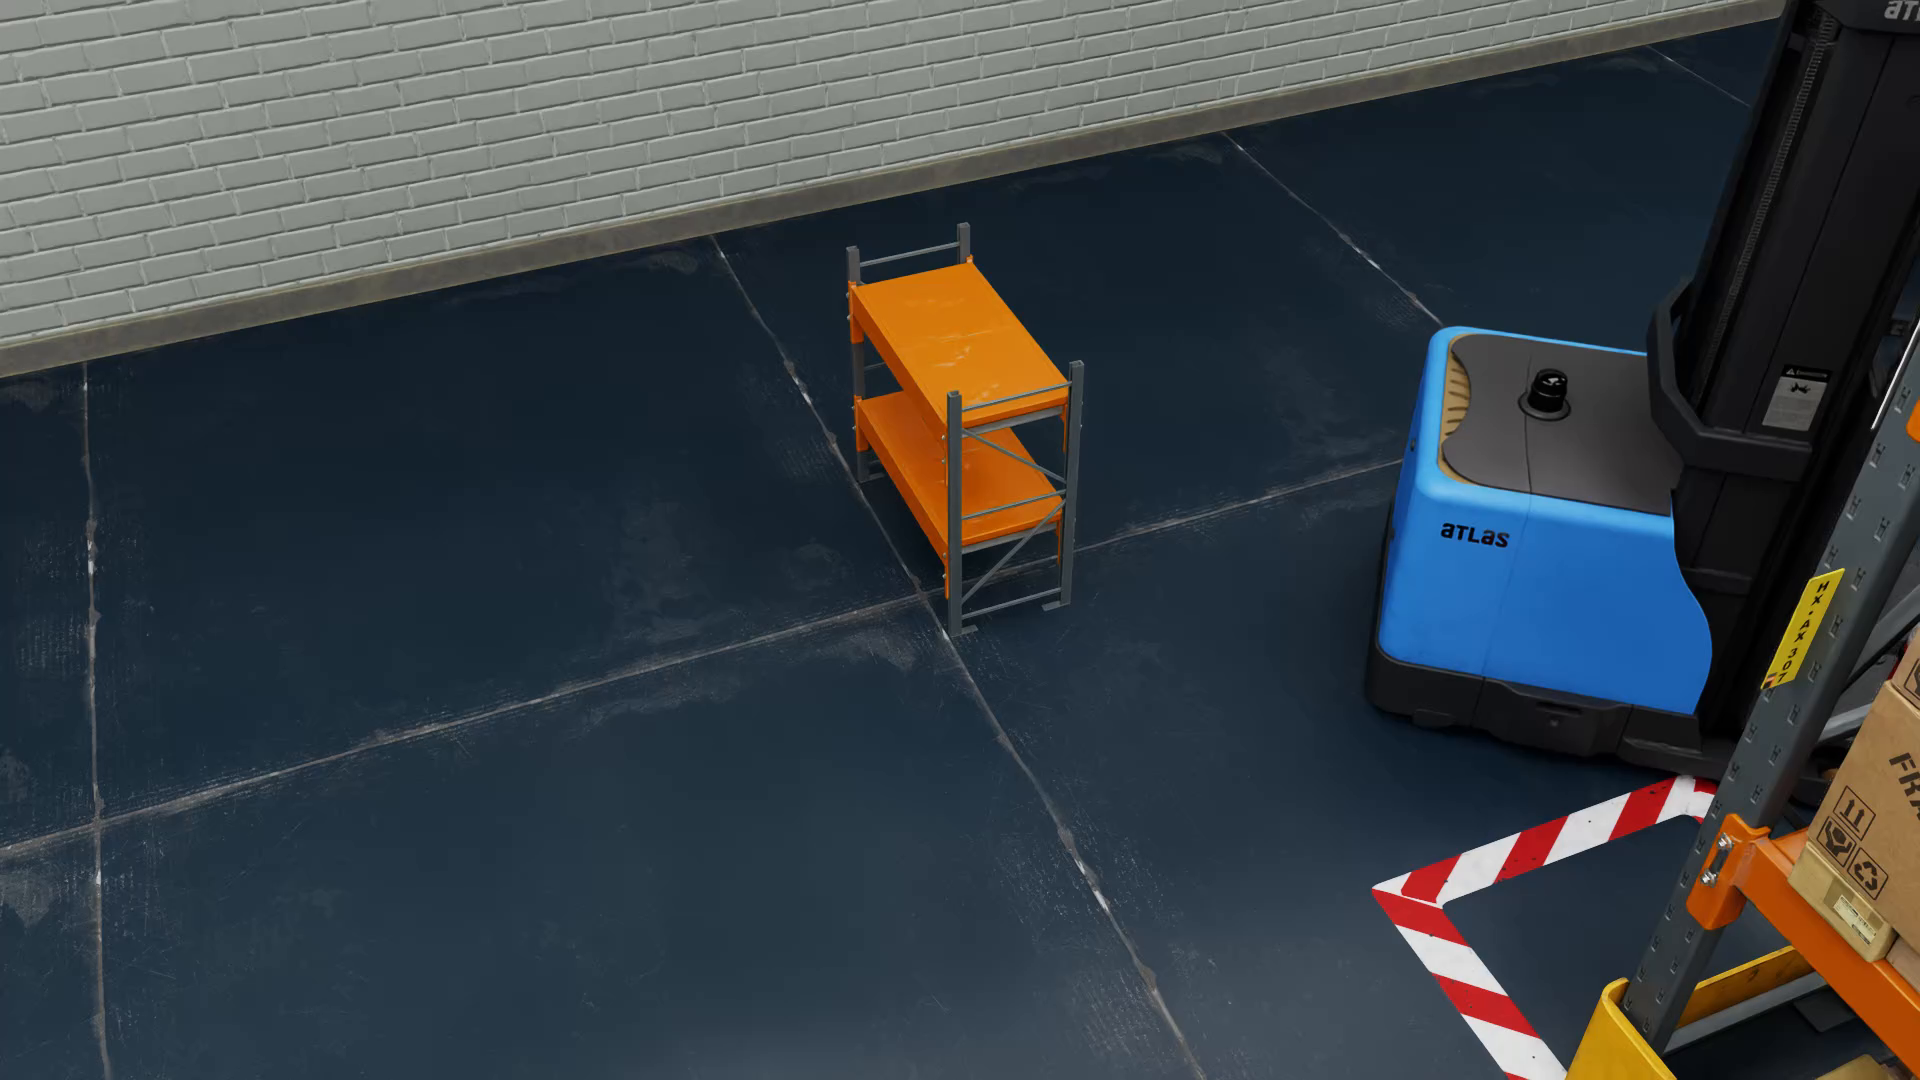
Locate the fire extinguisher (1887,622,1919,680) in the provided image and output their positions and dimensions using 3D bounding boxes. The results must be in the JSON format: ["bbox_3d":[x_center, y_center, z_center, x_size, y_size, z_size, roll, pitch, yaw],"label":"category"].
[{"bbox_3d":[2.635,0.291,4.457,0.296,0.674,0.183,-15,43,-17],"label":"fire extinguisher"}]

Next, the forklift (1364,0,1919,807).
[{"bbox_3d":[3.035,-0.528,5.116,3.031,2.935,1.130,10,42,12],"label":"forklift"}]

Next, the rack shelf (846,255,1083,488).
[{"bbox_3d":[-0.003,-0.652,6.197,0.538,0.278,1.000,-15,43,-17],"label":"rack shelf"}]

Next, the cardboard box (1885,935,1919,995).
[{"bbox_3d":[2.262,0.902,3.593,0.380,0.149,0.250,-14,43,-15],"label":"cardboard box"}]

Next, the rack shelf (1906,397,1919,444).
[{"bbox_3d":[3.070,0.727,1.855,1.077,0.370,4.000,-15,43,-17],"label":"rack shelf"}]

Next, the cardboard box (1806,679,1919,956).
[{"bbox_3d":[2.222,0.575,3.475,0.500,0.500,0.500,-13,42,-15],"label":"cardboard box"}]

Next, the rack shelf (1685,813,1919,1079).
[{"bbox_3d":[3.070,1.864,2.833,1.077,0.370,4.000,-15,43,-17],"label":"rack shelf"}]

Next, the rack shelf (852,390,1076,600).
[{"bbox_3d":[-0.003,-0.245,6.547,0.538,0.278,1.000,-15,43,-17],"label":"rack shelf"}]

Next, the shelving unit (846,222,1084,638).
[{"bbox_3d":[-0.003,-0.431,6.388,0.538,1.125,1.048,-15,43,-17],"label":"shelving unit"}]

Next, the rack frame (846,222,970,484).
[{"bbox_3d":[-0.197,-0.737,6.744,0.500,1.125,0.032,-15,43,-17],"label":"rack frame"}]

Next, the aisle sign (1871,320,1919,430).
[{"bbox_3d":[2.000,-0.568,3.116,0.394,0.787,0.004,-15,43,-17],"label":"aisle sign"}]

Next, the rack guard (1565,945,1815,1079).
[{"bbox_3d":[2.334,1.380,4.761,1.175,0.500,0.348,-15,43,-17],"label":"rack guard"}]

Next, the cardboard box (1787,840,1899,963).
[{"bbox_3d":[2.126,0.759,3.760,0.380,0.149,0.250,-15,43,-17],"label":"cardboard box"}]

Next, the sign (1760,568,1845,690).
[{"bbox_3d":[1.804,0.194,3.560,0.100,0.325,0.005,-15,43,-17],"label":"sign"}]

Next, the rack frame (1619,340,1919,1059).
[{"bbox_3d":[2.305,0.387,4.000,1.000,3.000,0.127,-15,43,-17],"label":"rack frame"}]

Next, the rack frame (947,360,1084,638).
[{"bbox_3d":[0.192,-0.124,6.032,0.500,1.125,0.032,-15,43,-17],"label":"rack frame"}]

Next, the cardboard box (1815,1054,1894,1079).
[{"bbox_3d":[2.192,1.483,4.133,0.380,0.149,0.250,-17,44,-19],"label":"cardboard box"}]

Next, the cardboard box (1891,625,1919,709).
[{"bbox_3d":[2.232,0.194,3.153,0.500,0.500,0.500,-15,43,-17],"label":"cardboard box"}]
